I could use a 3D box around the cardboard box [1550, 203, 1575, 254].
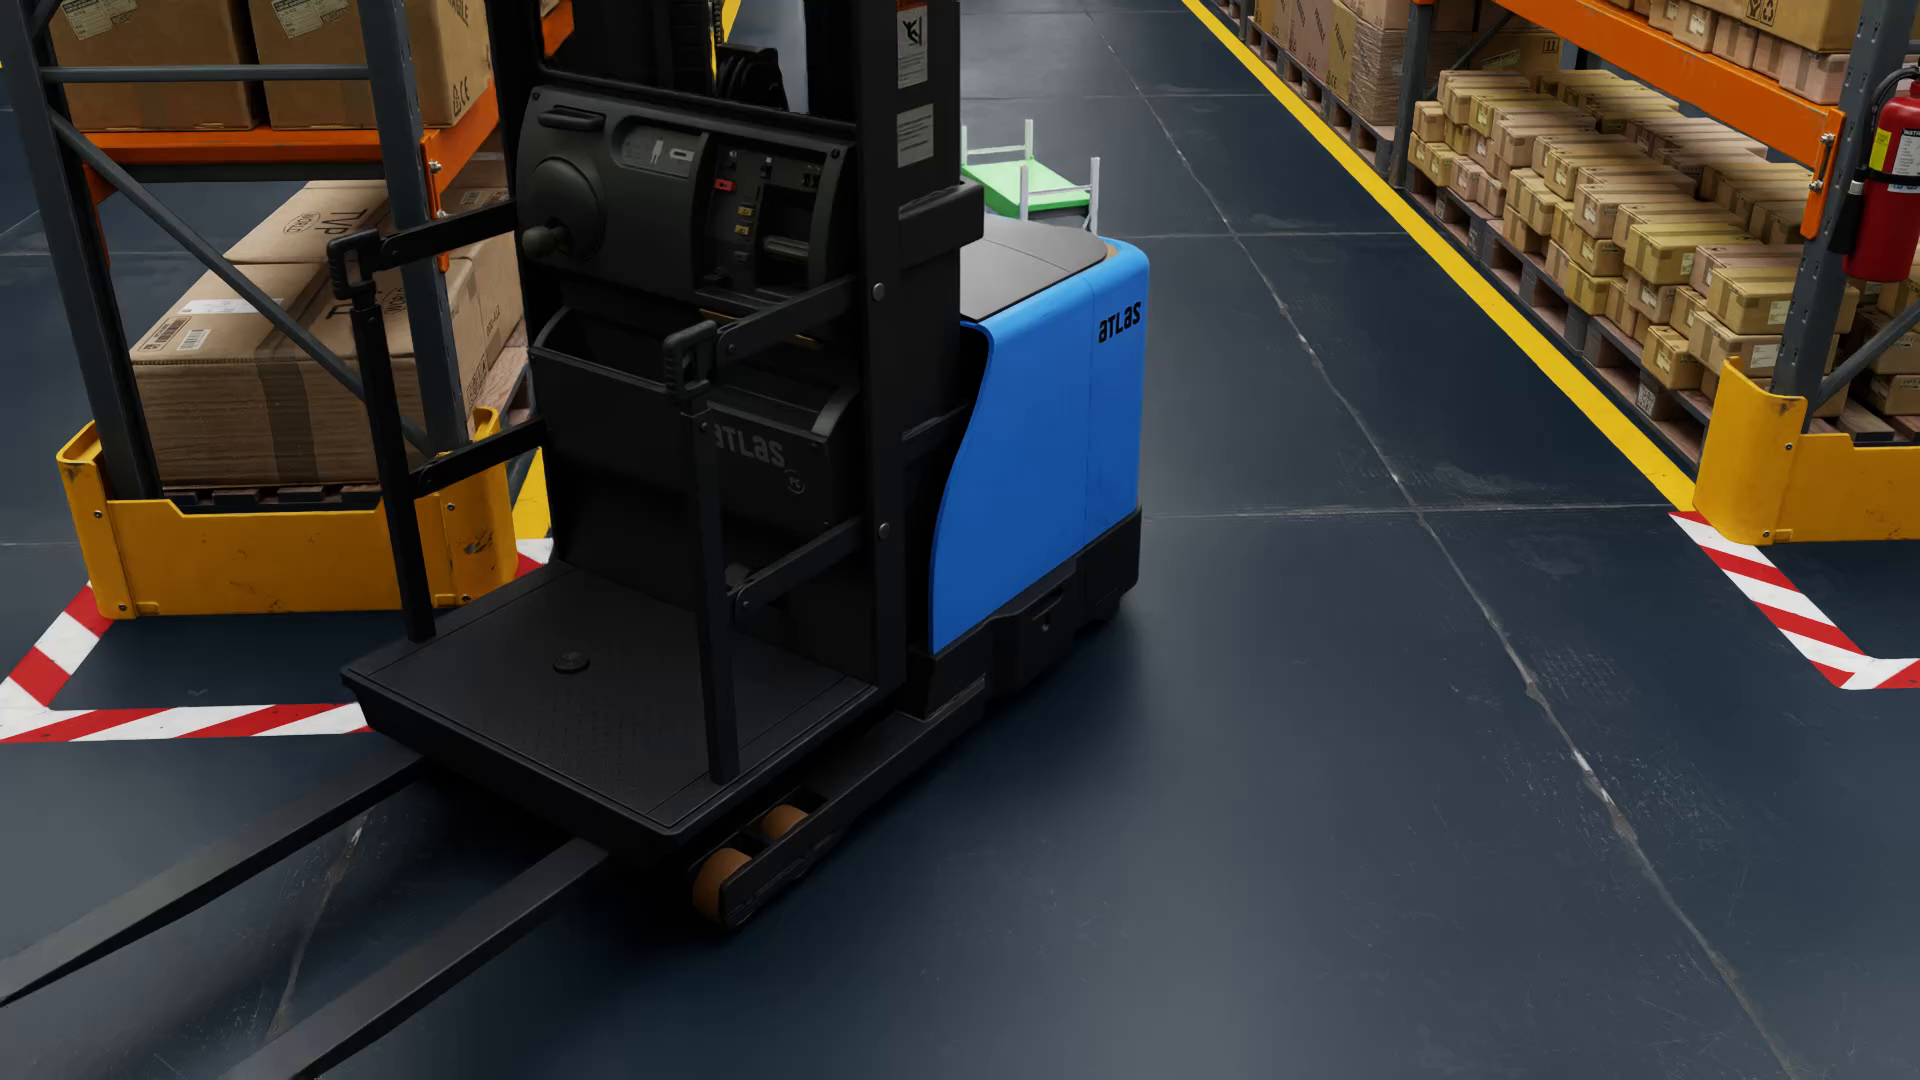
[{"bbox_3d":[2.626,-1.258,6.725,0.380,0.149,0.250,0,28,0],"label":"cardboard box"}]

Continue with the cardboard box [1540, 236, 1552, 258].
[{"bbox_3d":[2.690,-1.245,7.022,0.380,0.149,0.250,-1,28,-1],"label":"cardboard box"}]

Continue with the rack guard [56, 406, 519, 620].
[{"bbox_3d":[-1.935,-0.084,4.870,1.175,0.500,0.348,-1,28,-3],"label":"rack guard"}]

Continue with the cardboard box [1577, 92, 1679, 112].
[{"bbox_3d":[3.145,-2.013,7.851,0.380,0.149,0.250,-2,28,-3],"label":"cardboard box"}]

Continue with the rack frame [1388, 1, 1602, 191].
[{"bbox_3d":[2.793,-3.217,8.173,1.000,3.000,0.127,-1,28,-3],"label":"rack frame"}]

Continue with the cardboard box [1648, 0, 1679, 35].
[{"bbox_3d":[2.678,-1.873,5.868,0.380,0.149,0.250,-3,28,-5],"label":"cardboard box"}]

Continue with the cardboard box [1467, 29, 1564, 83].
[{"bbox_3d":[3.020,-2.642,9.321,0.500,0.500,0.500,0,28,-1],"label":"cardboard box"}]

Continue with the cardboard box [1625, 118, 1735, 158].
[{"bbox_3d":[3.187,-1.768,7.382,0.380,0.149,0.250,-3,28,-5],"label":"cardboard box"}]

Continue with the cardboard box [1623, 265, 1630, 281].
[{"bbox_3d":[2.749,-1.027,6.282,0.380,0.149,0.250,-2,28,-3],"label":"cardboard box"}]

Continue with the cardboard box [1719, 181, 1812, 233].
[{"bbox_3d":[3.194,-1.290,6.465,0.380,0.149,0.250,0,28,-1],"label":"cardboard box"}]

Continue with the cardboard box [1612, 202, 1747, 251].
[{"bbox_3d":[2.675,-1.149,6.194,0.380,0.149,0.250,-2,28,-5],"label":"cardboard box"}]

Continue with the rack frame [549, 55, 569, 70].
[{"bbox_3d":[-2.145,-3.050,7.855,1.000,3.000,0.127,-1,28,-3],"label":"rack frame"}]

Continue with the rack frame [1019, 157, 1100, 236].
[{"bbox_3d":[0.284,-0.539,4.986,0.240,1.200,0.015,-10,29,-18],"label":"rack frame"}]

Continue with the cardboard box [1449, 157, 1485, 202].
[{"bbox_3d":[2.570,-1.726,7.945,0.380,0.149,0.250,-2,28,-3],"label":"cardboard box"}]

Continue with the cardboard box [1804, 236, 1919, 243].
[{"bbox_3d":[3.294,-1.049,6.003,0.380,0.149,0.250,-1,28,-3],"label":"cardboard box"}]

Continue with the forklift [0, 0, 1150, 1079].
[{"bbox_3d":[-0.744,-0.711,3.444,1.130,2.935,3.031,18,33,31],"label":"forklift"}]

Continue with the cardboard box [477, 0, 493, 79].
[{"bbox_3d":[-1.728,-1.709,5.175,0.500,0.500,0.500,-2,28,-3],"label":"cardboard box"}]

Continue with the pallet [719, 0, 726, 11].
[{"bbox_3d":[-2.454,-4.584,13.811,1.003,0.211,1.213,-1,28,-3],"label":"pallet"}]

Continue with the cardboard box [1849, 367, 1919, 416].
[{"bbox_3d":[3.294,-0.541,5.673,0.380,0.149,0.250,-1,28,-2],"label":"cardboard box"}]

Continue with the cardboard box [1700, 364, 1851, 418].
[{"bbox_3d":[2.766,-0.530,5.650,0.380,0.149,0.250,-1,28,-2],"label":"cardboard box"}]

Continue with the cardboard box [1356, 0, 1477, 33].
[{"bbox_3d":[2.502,-2.965,9.129,0.500,0.250,0.500,-2,28,-4],"label":"cardboard box"}]

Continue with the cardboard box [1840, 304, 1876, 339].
[{"bbox_3d":[3.273,-0.799,5.846,0.380,0.149,0.250,-2,28,-3],"label":"cardboard box"}]

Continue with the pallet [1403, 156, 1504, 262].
[{"bbox_3d":[2.864,-1.671,8.225,1.003,0.211,1.213,-1,28,-3],"label":"pallet"}]

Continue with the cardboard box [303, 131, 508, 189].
[{"bbox_3d":[-2.172,-1.395,6.997,0.875,0.438,0.875,-2,28,-4],"label":"cardboard box"}]

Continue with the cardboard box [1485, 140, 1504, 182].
[{"bbox_3d":[2.655,-1.744,7.658,0.380,0.149,0.250,-3,28,-5],"label":"cardboard box"}]

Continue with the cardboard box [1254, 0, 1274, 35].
[{"bbox_3d":[2.367,-3.809,11.558,0.500,0.500,0.500,-3,28,-5],"label":"cardboard box"}]

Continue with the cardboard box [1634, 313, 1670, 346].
[{"bbox_3d":[2.724,-0.770,6.111,0.380,0.149,0.250,-2,28,-3],"label":"cardboard box"}]

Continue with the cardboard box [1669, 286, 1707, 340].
[{"bbox_3d":[2.730,-0.782,5.813,0.380,0.149,0.250,-2,28,-4],"label":"cardboard box"}]

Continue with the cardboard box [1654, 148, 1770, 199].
[{"bbox_3d":[3.117,-1.526,6.918,0.380,0.149,0.250,-1,28,-3],"label":"cardboard box"}]

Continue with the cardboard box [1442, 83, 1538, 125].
[{"bbox_3d":[2.560,-2.110,8.037,0.380,0.149,0.250,0,28,0],"label":"cardboard box"}]

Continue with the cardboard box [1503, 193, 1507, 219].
[{"bbox_3d":[2.682,-1.487,7.486,0.380,0.149,0.250,-3,28,-5],"label":"cardboard box"}]

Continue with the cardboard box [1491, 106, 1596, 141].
[{"bbox_3d":[2.658,-1.874,7.585,0.380,0.149,0.250,-2,28,-4],"label":"cardboard box"}]

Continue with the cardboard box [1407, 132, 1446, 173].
[{"bbox_3d":[2.491,-1.963,8.398,0.380,0.149,0.250,-3,28,-5],"label":"cardboard box"}]

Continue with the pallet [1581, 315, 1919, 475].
[{"bbox_3d":[2.991,-0.544,6.065,1.003,0.211,1.213,-1,28,-3],"label":"pallet"}]

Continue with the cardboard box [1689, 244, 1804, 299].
[{"bbox_3d":[2.766,-0.911,5.738,0.380,0.149,0.250,-1,28,-2],"label":"cardboard box"}]

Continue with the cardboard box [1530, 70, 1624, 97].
[{"bbox_3d":[3.072,-2.244,8.295,0.380,0.149,0.250,-1,28,-1],"label":"cardboard box"}]

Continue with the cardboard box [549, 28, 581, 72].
[{"bbox_3d":[-2.257,-2.579,8.794,0.875,0.875,0.875,-1,28,-1],"label":"cardboard box"}]

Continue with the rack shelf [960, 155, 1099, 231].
[{"bbox_3d":[0.198,-1.014,4.996,0.258,0.148,0.480,-10,29,-18],"label":"rack shelf"}]

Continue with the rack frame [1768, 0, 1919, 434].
[{"bbox_3d":[3.002,-1.369,4.632,1.000,3.000,0.127,-1,28,-3],"label":"rack frame"}]

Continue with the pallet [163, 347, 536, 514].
[{"bbox_3d":[-2.056,-0.334,5.662,1.003,0.211,1.213,-1,28,-3],"label":"pallet"}]

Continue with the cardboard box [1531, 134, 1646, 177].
[{"bbox_3d":[2.687,-1.631,7.119,0.380,0.149,0.250,-2,28,-5],"label":"cardboard box"}]

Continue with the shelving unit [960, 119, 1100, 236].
[{"bbox_3d":[0.198,-0.645,5.189,0.258,1.200,0.503,-10,29,-18],"label":"shelving unit"}]

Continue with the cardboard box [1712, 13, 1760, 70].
[{"bbox_3d":[2.699,-1.633,5.409,0.380,0.149,0.250,-2,28,-3],"label":"cardboard box"}]

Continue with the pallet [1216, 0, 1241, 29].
[{"bbox_3d":[2.618,-4.193,13.062,1.003,0.211,1.213,-1,28,-3],"label":"pallet"}]

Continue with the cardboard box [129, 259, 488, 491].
[{"bbox_3d":[-2.070,-0.556,5.388,0.875,0.438,0.875,-2,28,-4],"label":"cardboard box"}]

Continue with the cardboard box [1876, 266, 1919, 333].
[{"bbox_3d":[3.314,-0.805,5.536,0.380,0.149,0.250,-3,28,-5],"label":"cardboard box"}]

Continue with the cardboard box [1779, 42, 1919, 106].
[{"bbox_3d":[2.703,-1.402,4.965,0.380,0.149,0.250,-1,28,-3],"label":"cardboard box"}]

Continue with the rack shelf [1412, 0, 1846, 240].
[{"bbox_3d":[2.898,-1.974,6.569,1.077,0.370,4.000,-1,28,-3],"label":"rack shelf"}]

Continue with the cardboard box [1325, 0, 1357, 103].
[{"bbox_3d":[2.477,-2.867,9.752,0.500,0.500,0.500,-2,28,-4],"label":"cardboard box"}]

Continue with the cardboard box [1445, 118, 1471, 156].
[{"bbox_3d":[2.595,-1.981,8.111,0.380,0.149,0.250,-1,28,-2],"label":"cardboard box"}]

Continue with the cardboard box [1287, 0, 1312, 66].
[{"bbox_3d":[2.428,-3.340,10.659,0.500,0.500,0.500,-2,28,-4],"label":"cardboard box"}]

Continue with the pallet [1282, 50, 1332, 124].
[{"bbox_3d":[2.684,-2.904,10.590,1.003,0.211,1.213,-1,28,-3],"label":"pallet"}]

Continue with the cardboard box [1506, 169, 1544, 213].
[{"bbox_3d":[2.596,-1.499,7.187,0.380,0.149,0.250,-2,28,-3],"label":"cardboard box"}]

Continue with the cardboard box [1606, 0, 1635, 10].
[{"bbox_3d":[2.693,-2.121,6.344,0.380,0.149,0.250,-1,28,-2],"label":"cardboard box"}]

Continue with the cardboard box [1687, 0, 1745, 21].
[{"bbox_3d":[2.700,-1.985,5.382,0.500,0.500,0.500,-2,28,-3],"label":"cardboard box"}]

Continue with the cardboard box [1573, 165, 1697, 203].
[{"bbox_3d":[2.702,-1.396,6.668,0.380,0.149,0.250,-2,28,-4],"label":"cardboard box"}]

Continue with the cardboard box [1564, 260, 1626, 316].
[{"bbox_3d":[2.622,-1.000,6.552,0.380,0.149,0.250,-3,28,-5],"label":"cardboard box"}]
